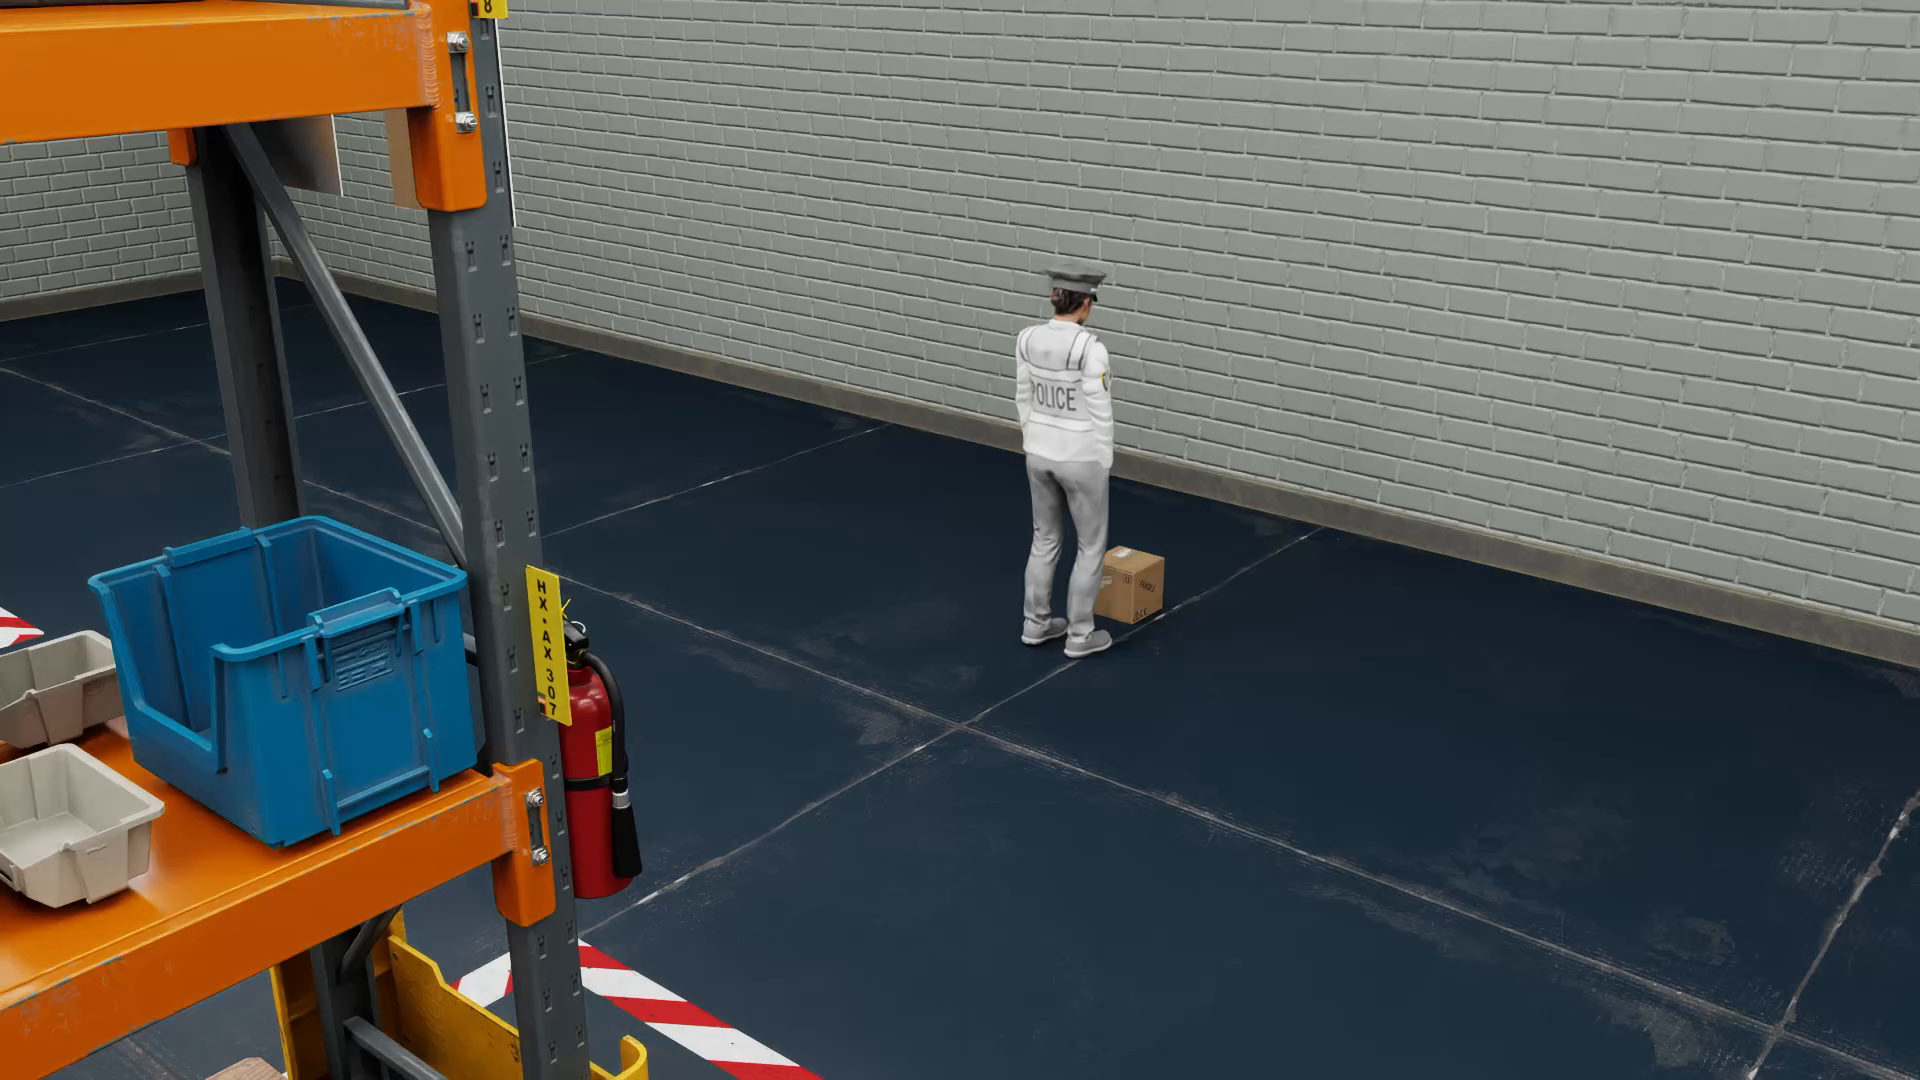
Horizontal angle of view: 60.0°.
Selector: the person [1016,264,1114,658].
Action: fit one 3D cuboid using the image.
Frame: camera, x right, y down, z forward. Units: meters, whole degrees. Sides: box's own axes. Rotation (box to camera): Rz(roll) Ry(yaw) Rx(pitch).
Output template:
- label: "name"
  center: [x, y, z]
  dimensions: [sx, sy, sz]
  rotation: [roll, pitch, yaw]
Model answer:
- label: "person"
  center: [0.439, -0.328, 6.981]
  dimensions: [0.476, 1.659, 0.338]
  rotation: [17, 26, 37]
